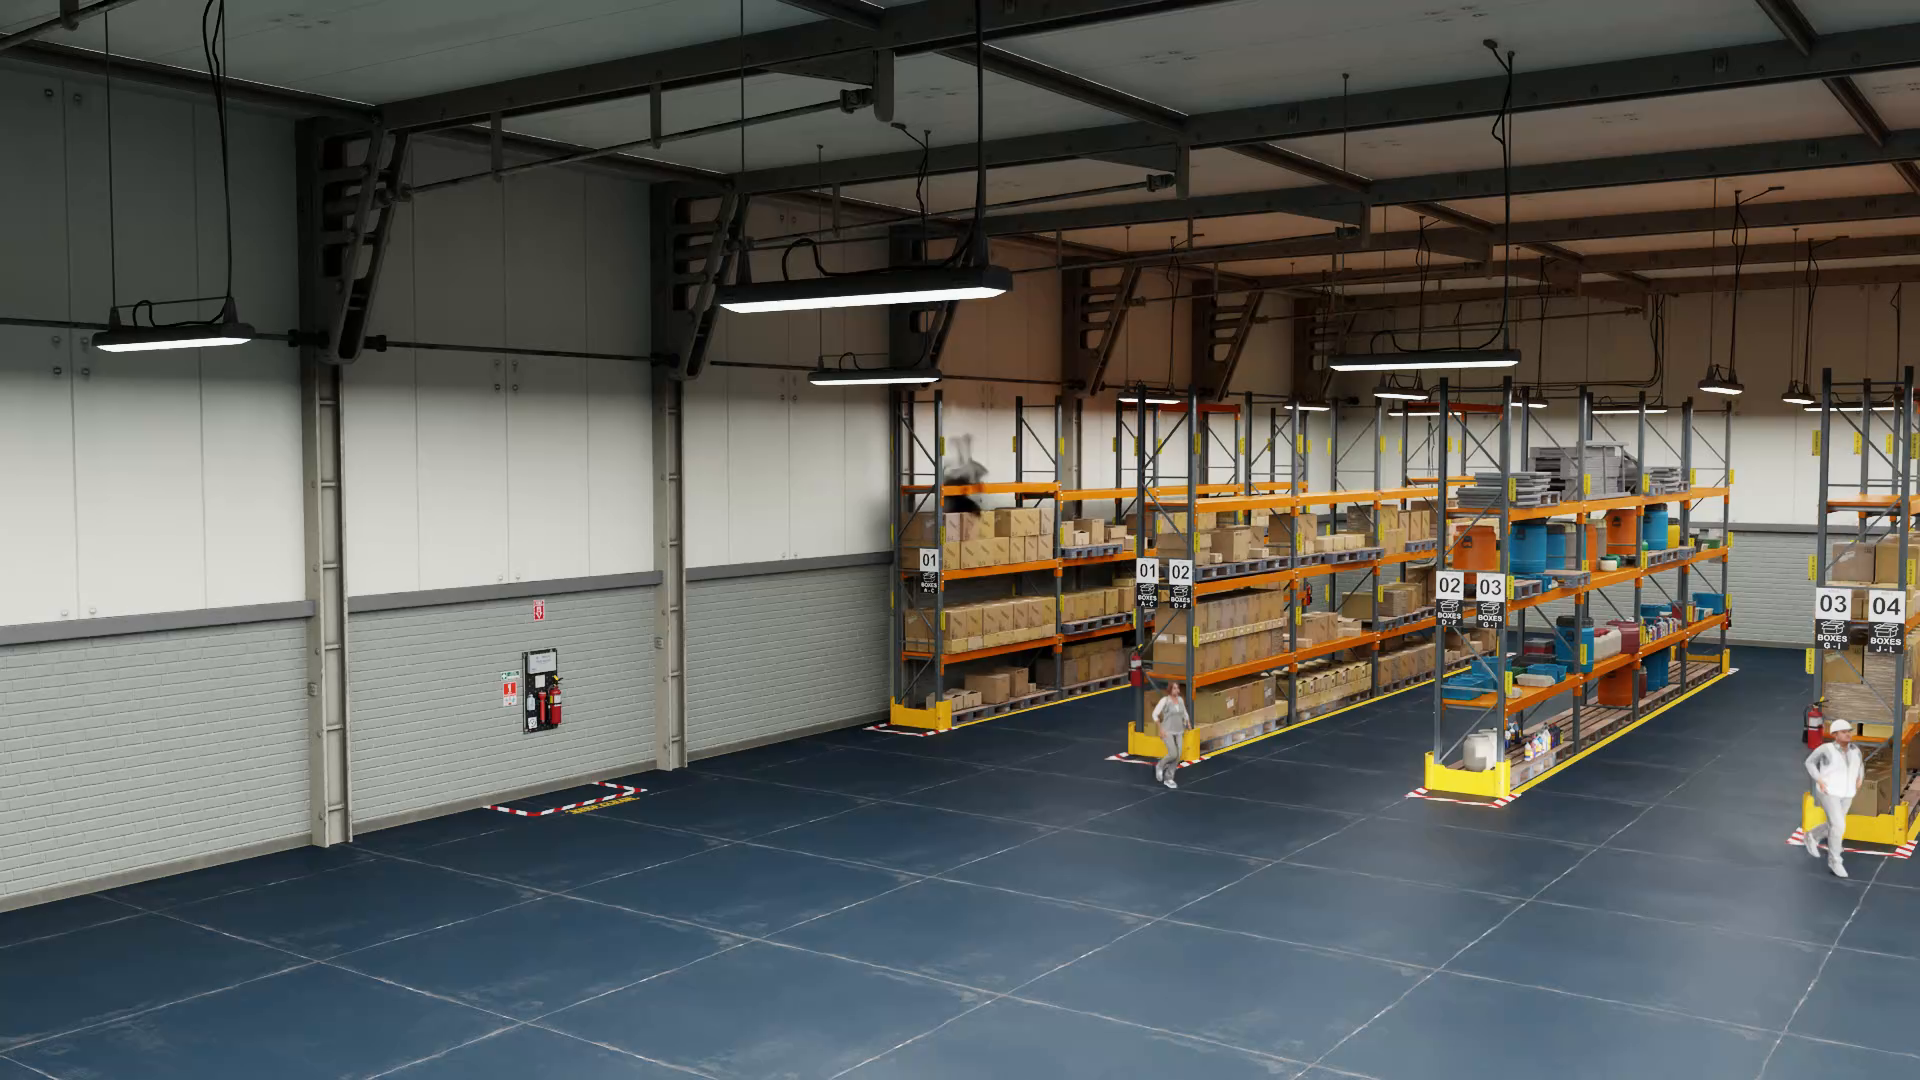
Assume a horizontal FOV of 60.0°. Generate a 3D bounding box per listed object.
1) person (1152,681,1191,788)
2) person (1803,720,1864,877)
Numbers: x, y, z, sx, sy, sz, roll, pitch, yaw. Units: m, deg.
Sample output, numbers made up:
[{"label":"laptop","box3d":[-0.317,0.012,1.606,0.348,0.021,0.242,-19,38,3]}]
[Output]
[{"label":"person","box3d":[3.127,2.850,24.410,0.551,1.569,0.529,-2,4,-29]},{"label":"person","box3d":[10.375,3.009,19.741,0.660,1.804,0.834,-1,3,-11]}]
